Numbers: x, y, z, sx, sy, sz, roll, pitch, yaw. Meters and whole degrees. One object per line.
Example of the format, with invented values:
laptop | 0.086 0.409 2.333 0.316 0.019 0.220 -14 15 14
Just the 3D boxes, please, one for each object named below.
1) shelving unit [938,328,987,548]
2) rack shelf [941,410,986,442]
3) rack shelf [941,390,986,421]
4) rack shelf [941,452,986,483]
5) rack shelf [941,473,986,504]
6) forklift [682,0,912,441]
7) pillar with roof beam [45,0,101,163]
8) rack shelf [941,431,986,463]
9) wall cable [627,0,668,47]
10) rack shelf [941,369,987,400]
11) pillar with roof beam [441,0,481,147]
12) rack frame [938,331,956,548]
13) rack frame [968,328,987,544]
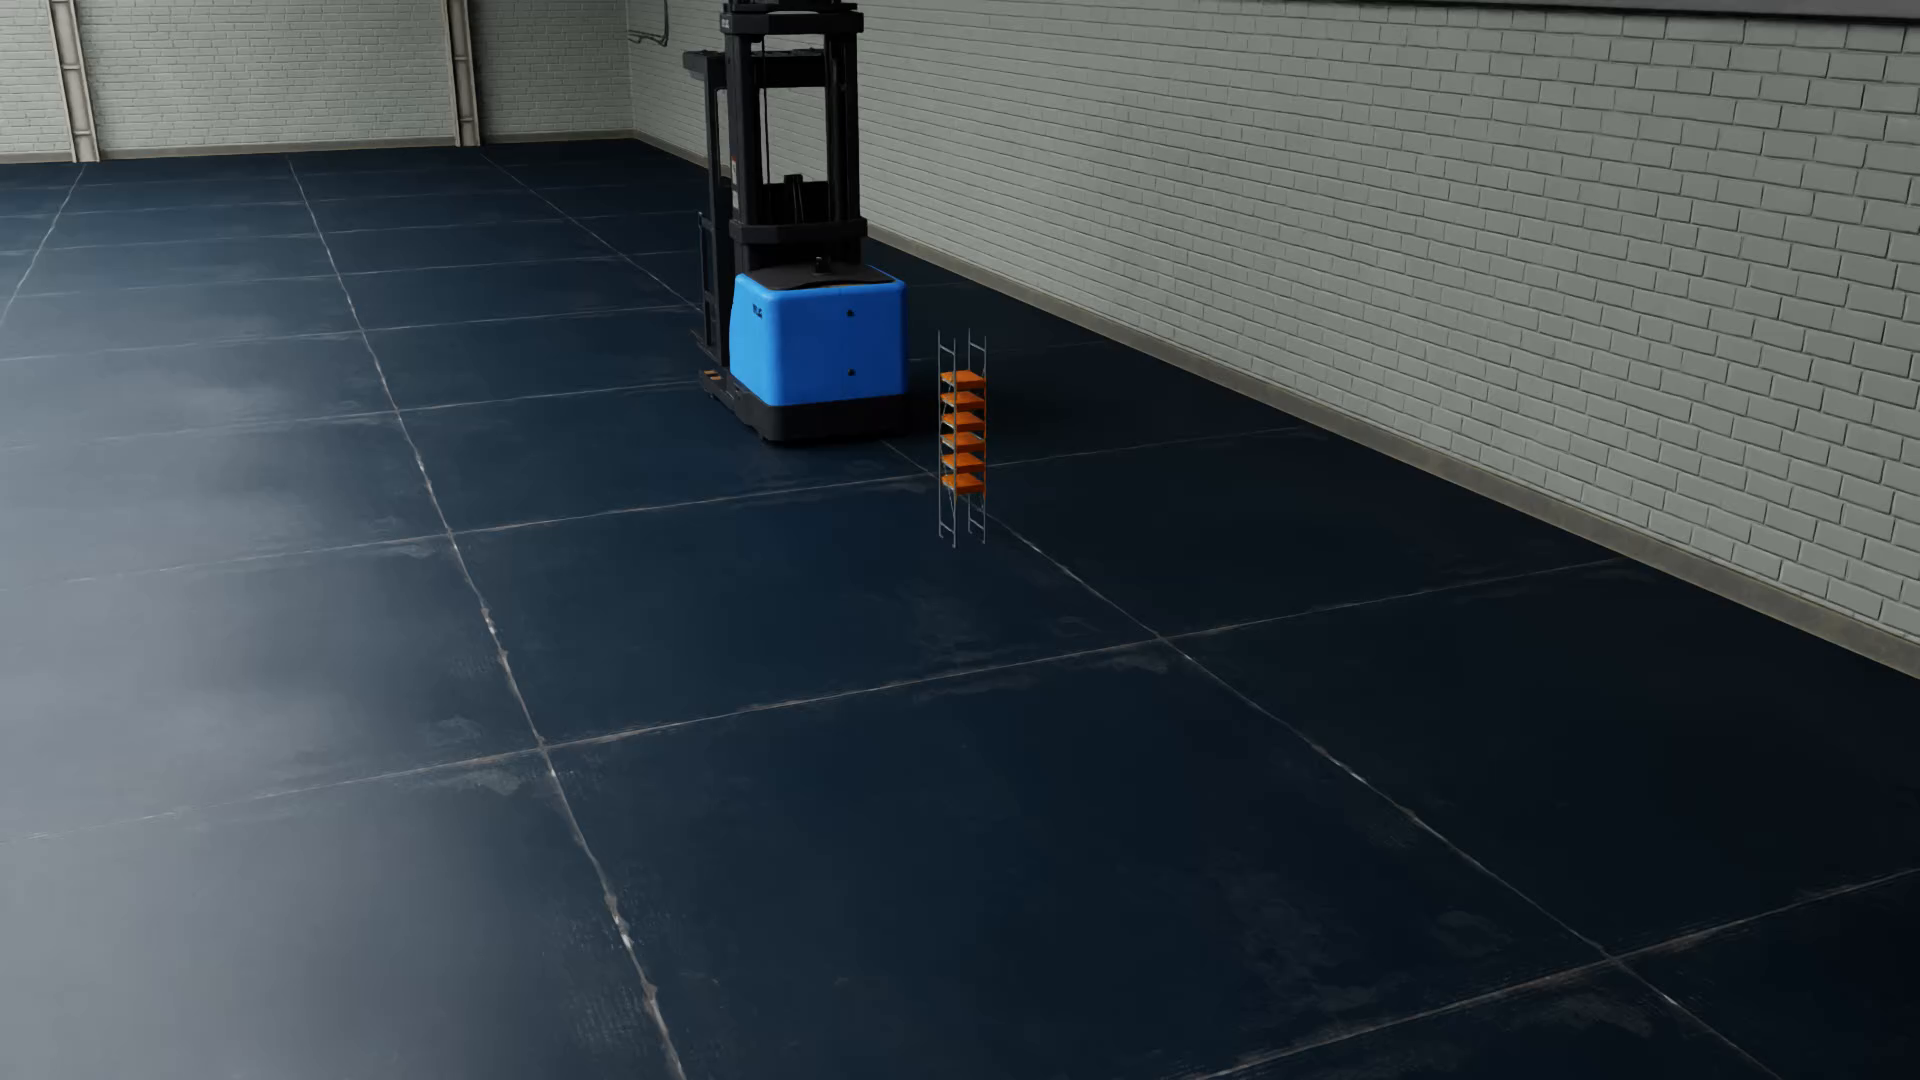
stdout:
shelving unit | 0.013 -0.568 9.328 0.189 1.200 0.258 -8 21 -22
rack shelf | 0.013 -0.639 9.303 0.180 0.103 0.258 -8 21 -22
rack shelf | 0.013 -0.752 9.263 0.180 0.103 0.258 -8 21 -22
rack shelf | 0.013 -0.413 9.383 0.180 0.103 0.258 -8 21 -22
rack shelf | 0.013 -0.300 9.423 0.180 0.103 0.258 -8 21 -22
forklift | -1.354 -2.501 12.213 1.130 2.935 3.031 -8 21 -21
pillar with roof beam | -12.447 -9.074 21.744 0.400 9.000 9.100 -8 21 -22
rack shelf | 0.013 -0.526 9.343 0.180 0.103 0.258 -8 21 -22
wall cable | -5.414 -9.696 28.185 0.112 2.526 3.097 -8 21 -22
rack shelf | 0.013 -0.866 9.223 0.180 0.103 0.258 -8 21 -22
pillar with roof beam | -6.938 -9.863 23.985 0.400 9.000 9.100 -8 21 -22
rack frame | -0.071 -0.556 9.294 0.006 1.200 0.240 -8 21 -22
rack frame | 0.097 -0.580 9.362 0.006 1.200 0.240 -8 21 -22
